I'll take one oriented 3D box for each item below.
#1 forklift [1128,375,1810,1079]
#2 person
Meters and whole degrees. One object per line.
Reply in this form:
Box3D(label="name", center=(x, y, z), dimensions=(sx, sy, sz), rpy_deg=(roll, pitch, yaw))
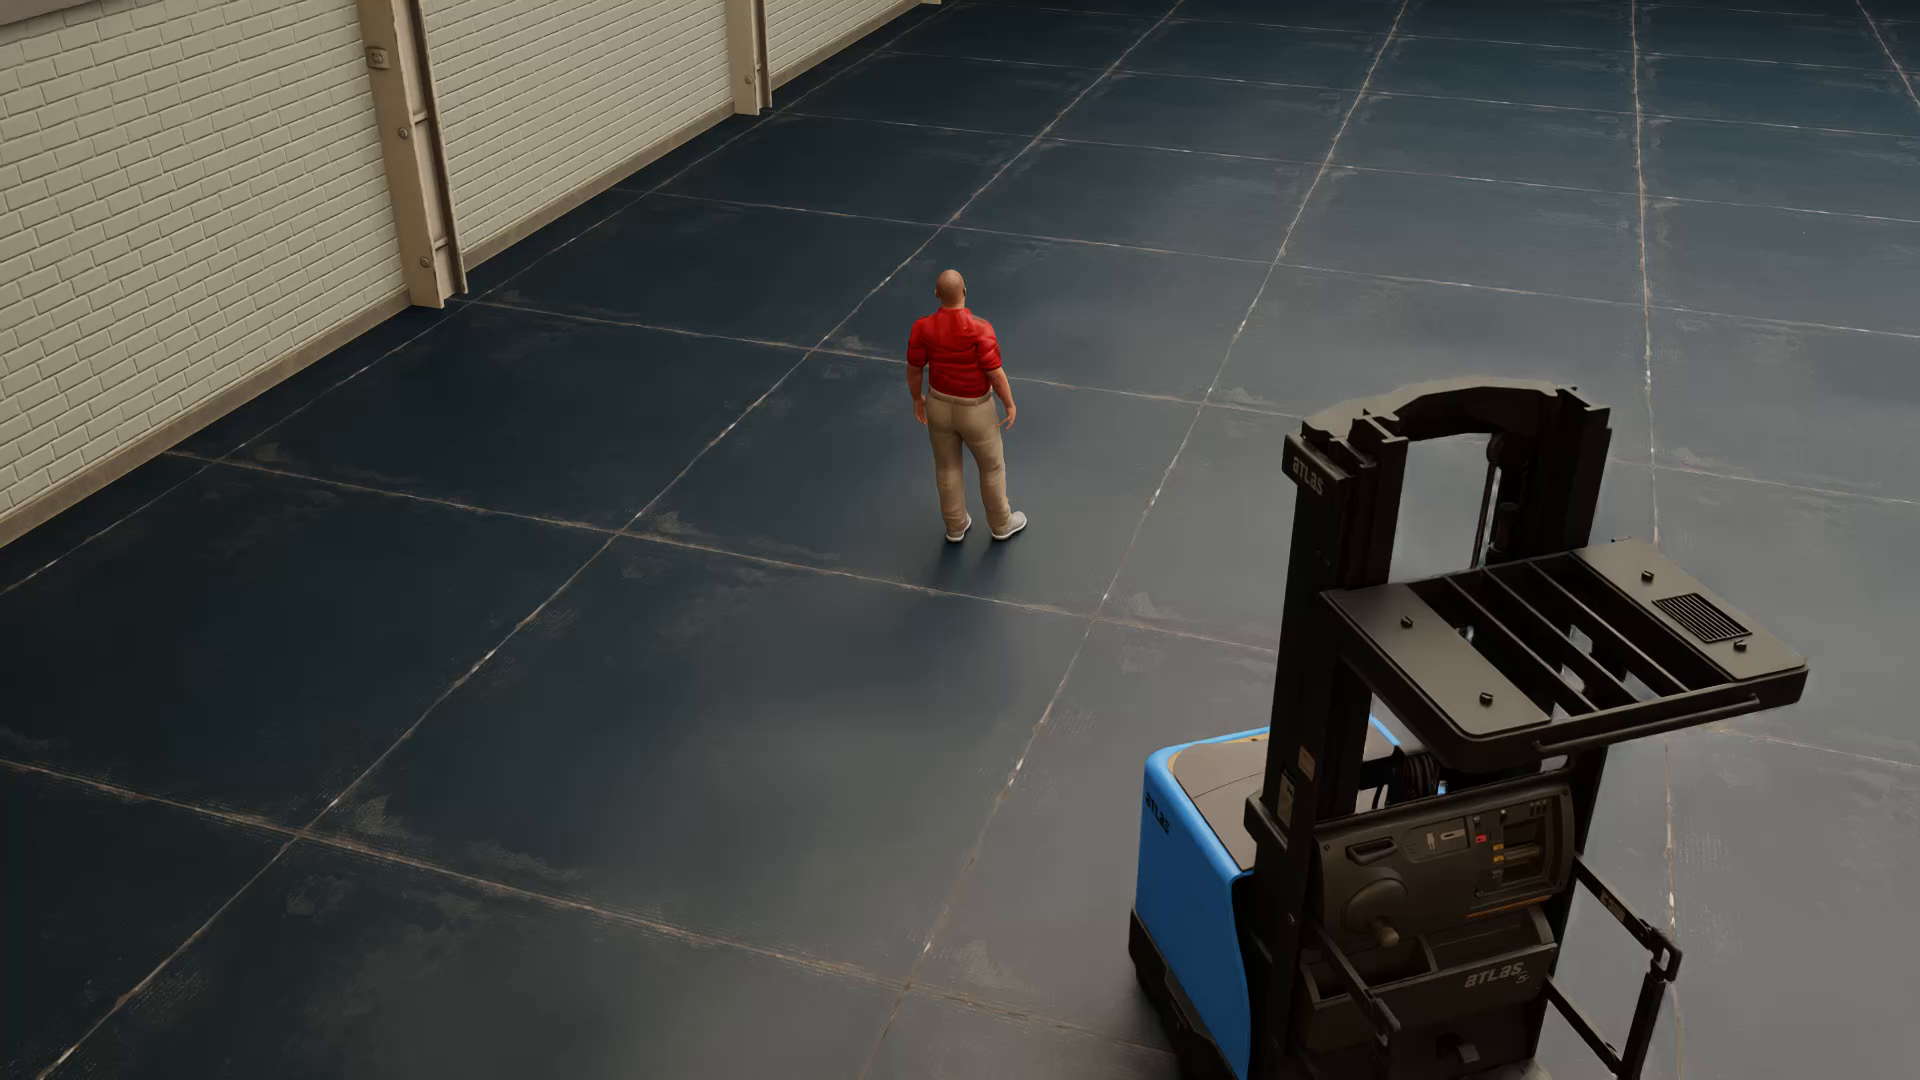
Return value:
Box3D(label="forklift", center=(1.647, 1.101, 5.205), dimensions=(1.130, 2.935, 3.031), rpy_deg=(-9, 31, -16))
Box3D(label="person", center=(0.041, -0.797, 9.735), dimensions=(0.640, 1.727, 0.551), rpy_deg=(10, 31, 16))
